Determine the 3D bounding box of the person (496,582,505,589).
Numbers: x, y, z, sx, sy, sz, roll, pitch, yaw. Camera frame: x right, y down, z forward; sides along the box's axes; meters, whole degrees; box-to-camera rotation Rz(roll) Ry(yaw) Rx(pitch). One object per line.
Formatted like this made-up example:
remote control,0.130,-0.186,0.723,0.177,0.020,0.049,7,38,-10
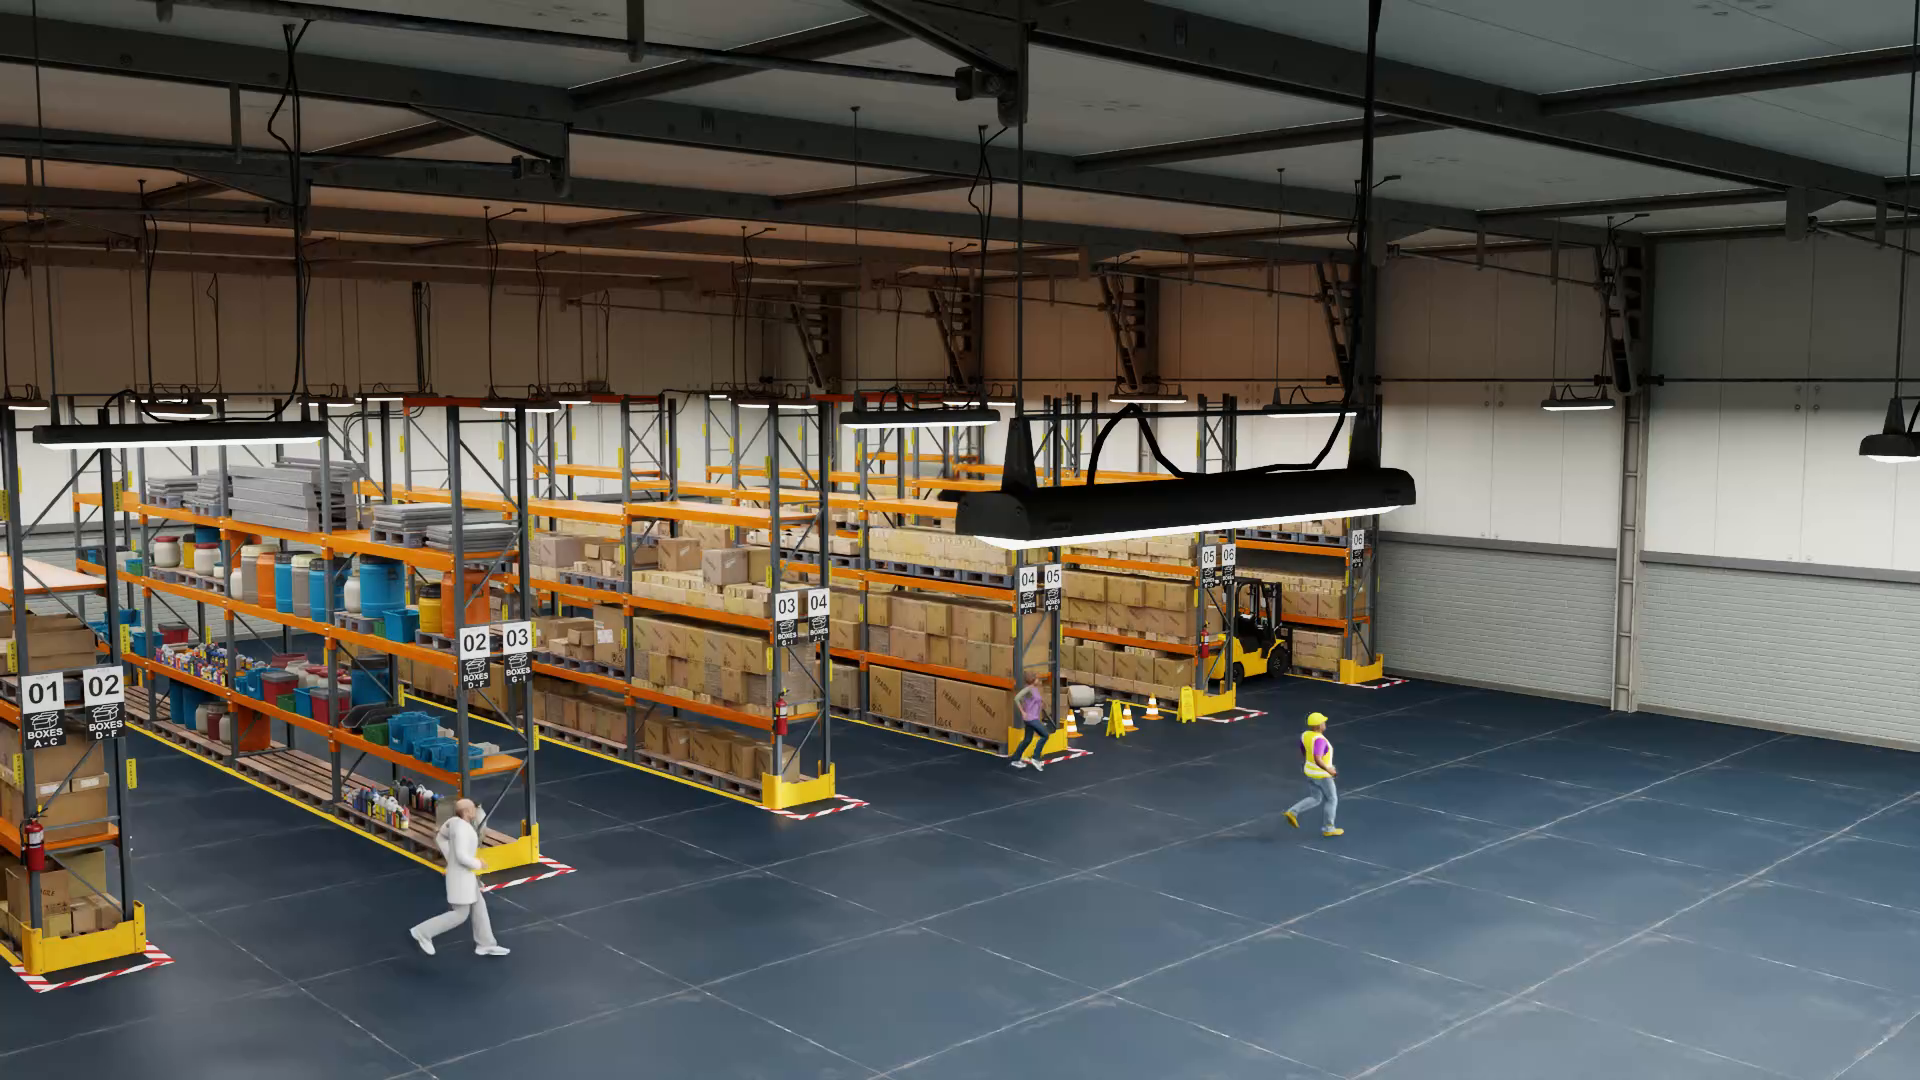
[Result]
person,-10.921,1.672,39.714,0.679,1.711,0.742,2,6,20

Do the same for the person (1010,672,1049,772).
person,1.135,2.932,27.001,0.641,1.584,0.543,1,6,6

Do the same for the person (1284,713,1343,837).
person,4.931,3.245,22.998,0.846,1.739,0.714,-2,6,-16

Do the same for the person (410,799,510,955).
person,-5.469,3.706,18.131,1.039,1.771,0.735,-3,6,-25

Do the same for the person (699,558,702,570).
person,-6.900,1.204,44.337,0.695,1.803,0.705,0,6,0
